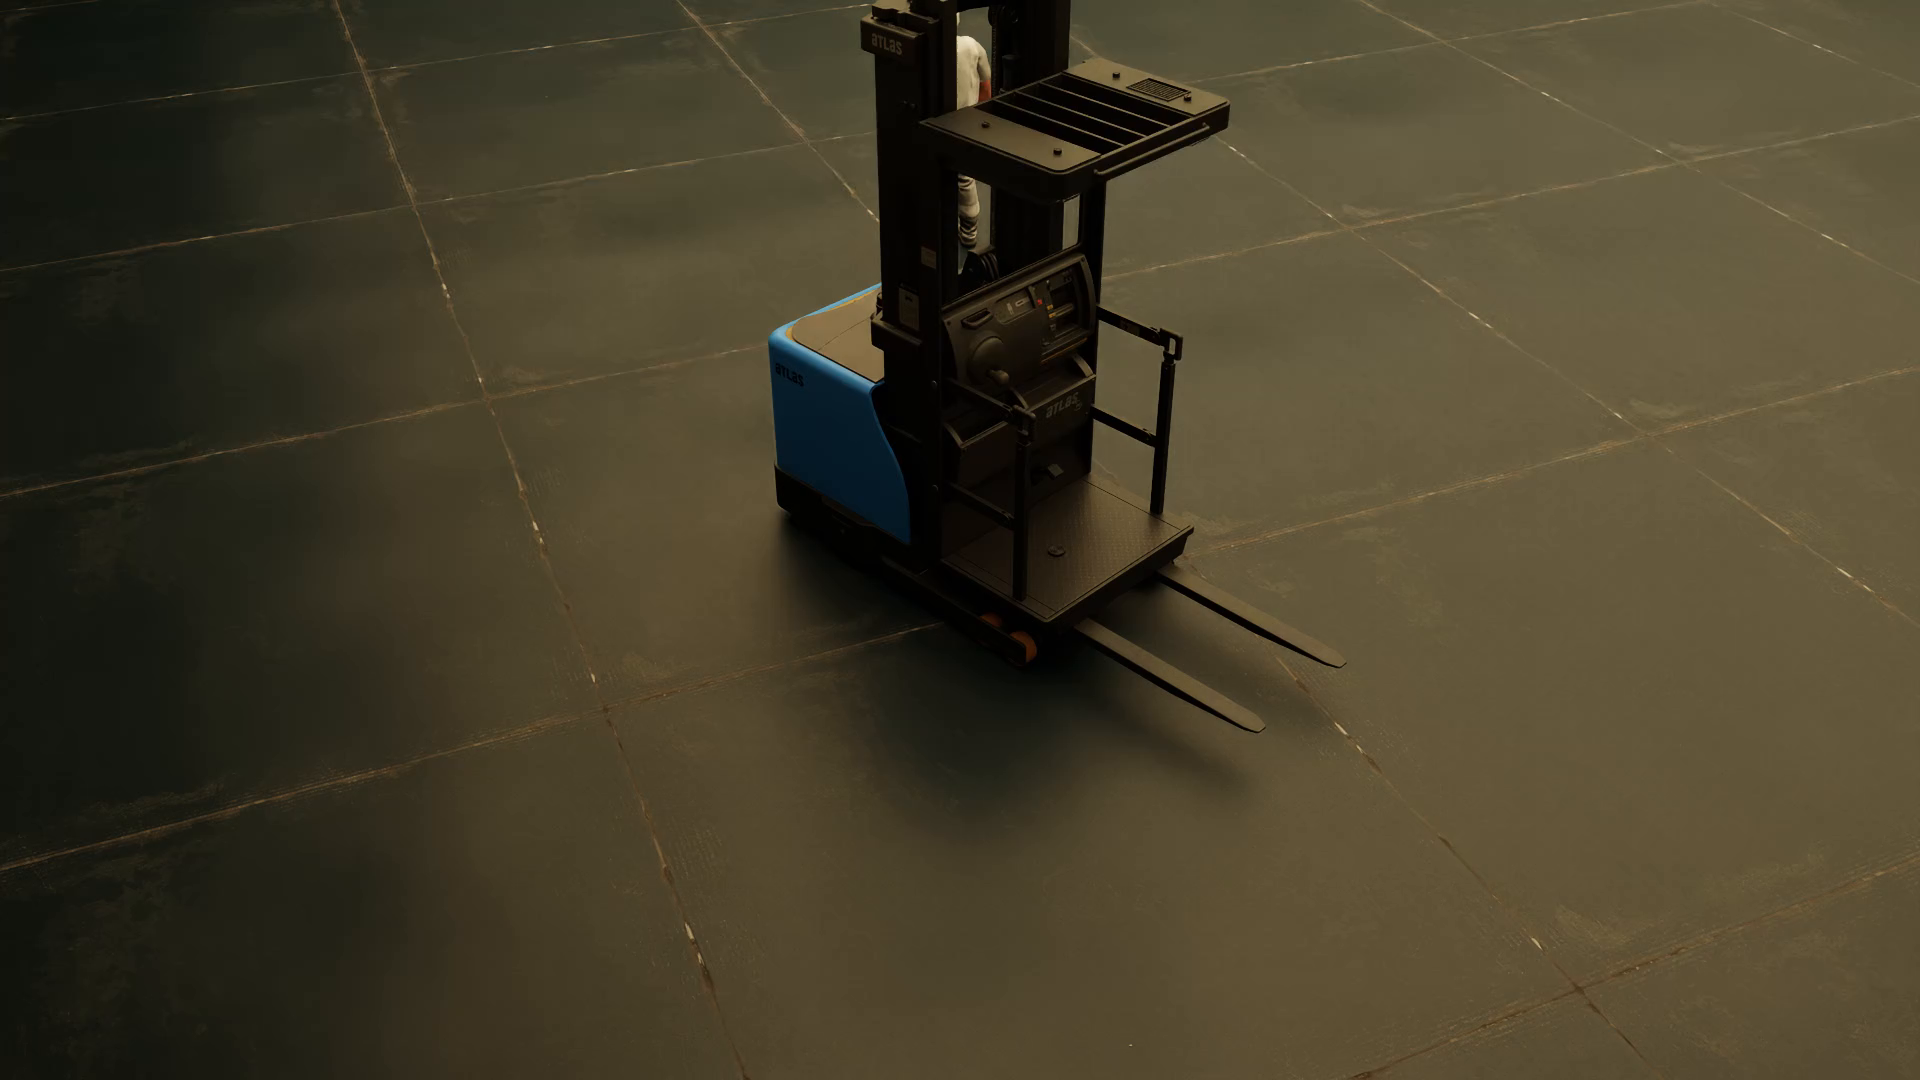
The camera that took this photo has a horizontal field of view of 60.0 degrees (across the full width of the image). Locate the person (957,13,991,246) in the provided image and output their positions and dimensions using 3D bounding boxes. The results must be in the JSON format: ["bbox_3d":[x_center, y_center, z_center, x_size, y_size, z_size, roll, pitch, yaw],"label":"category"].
[{"bbox_3d":[-0.117,-2.709,10.881,0.637,1.788,0.564,-14,38,-19],"label":"person"}]

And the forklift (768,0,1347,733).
[{"bbox_3d":[0.432,-0.946,7.429,3.031,2.935,1.130,30,45,35],"label":"forklift"}]
